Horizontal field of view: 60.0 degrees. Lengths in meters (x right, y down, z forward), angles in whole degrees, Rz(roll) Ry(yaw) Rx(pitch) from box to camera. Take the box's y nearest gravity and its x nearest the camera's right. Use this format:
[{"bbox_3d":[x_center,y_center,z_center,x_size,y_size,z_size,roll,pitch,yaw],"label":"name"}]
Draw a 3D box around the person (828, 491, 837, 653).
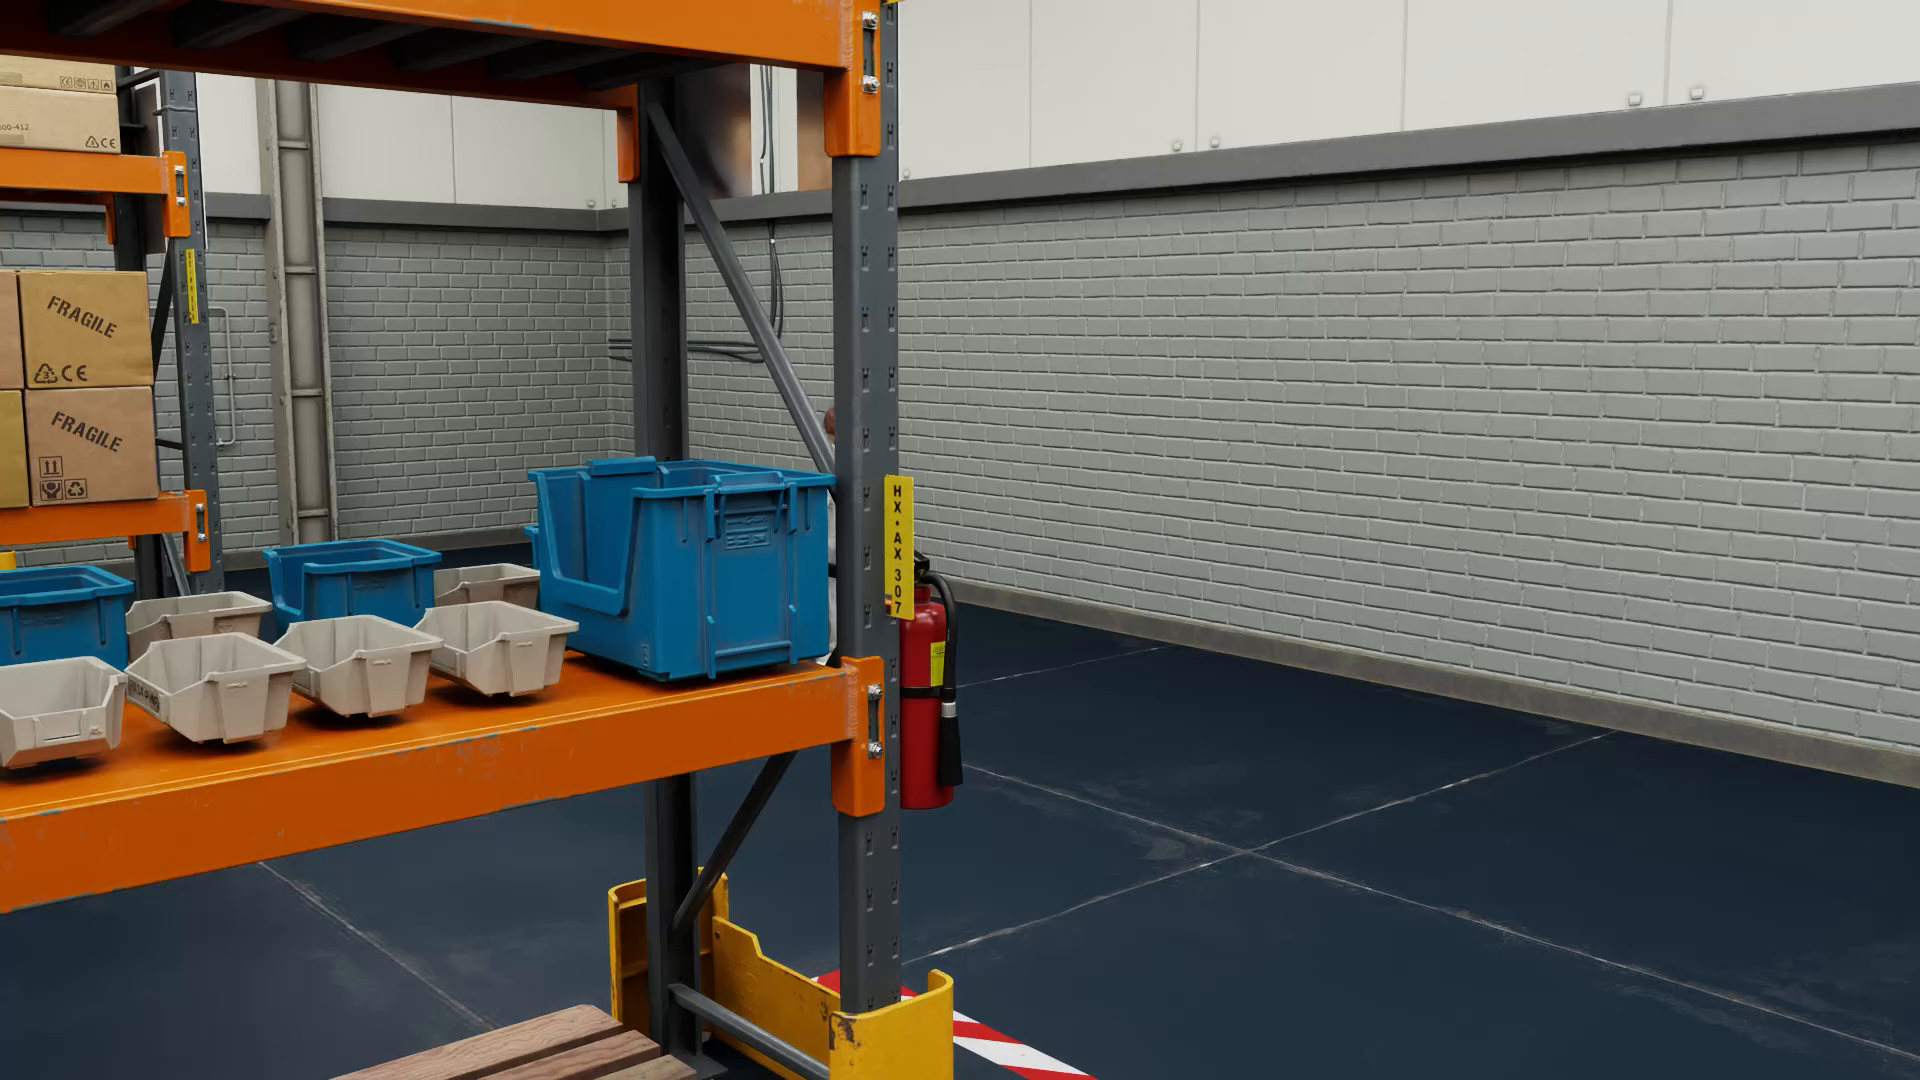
[{"bbox_3d":[-0.691,0.066,10.008,0.410,1.280,0.277,-6,10,-40],"label":"person"}]
